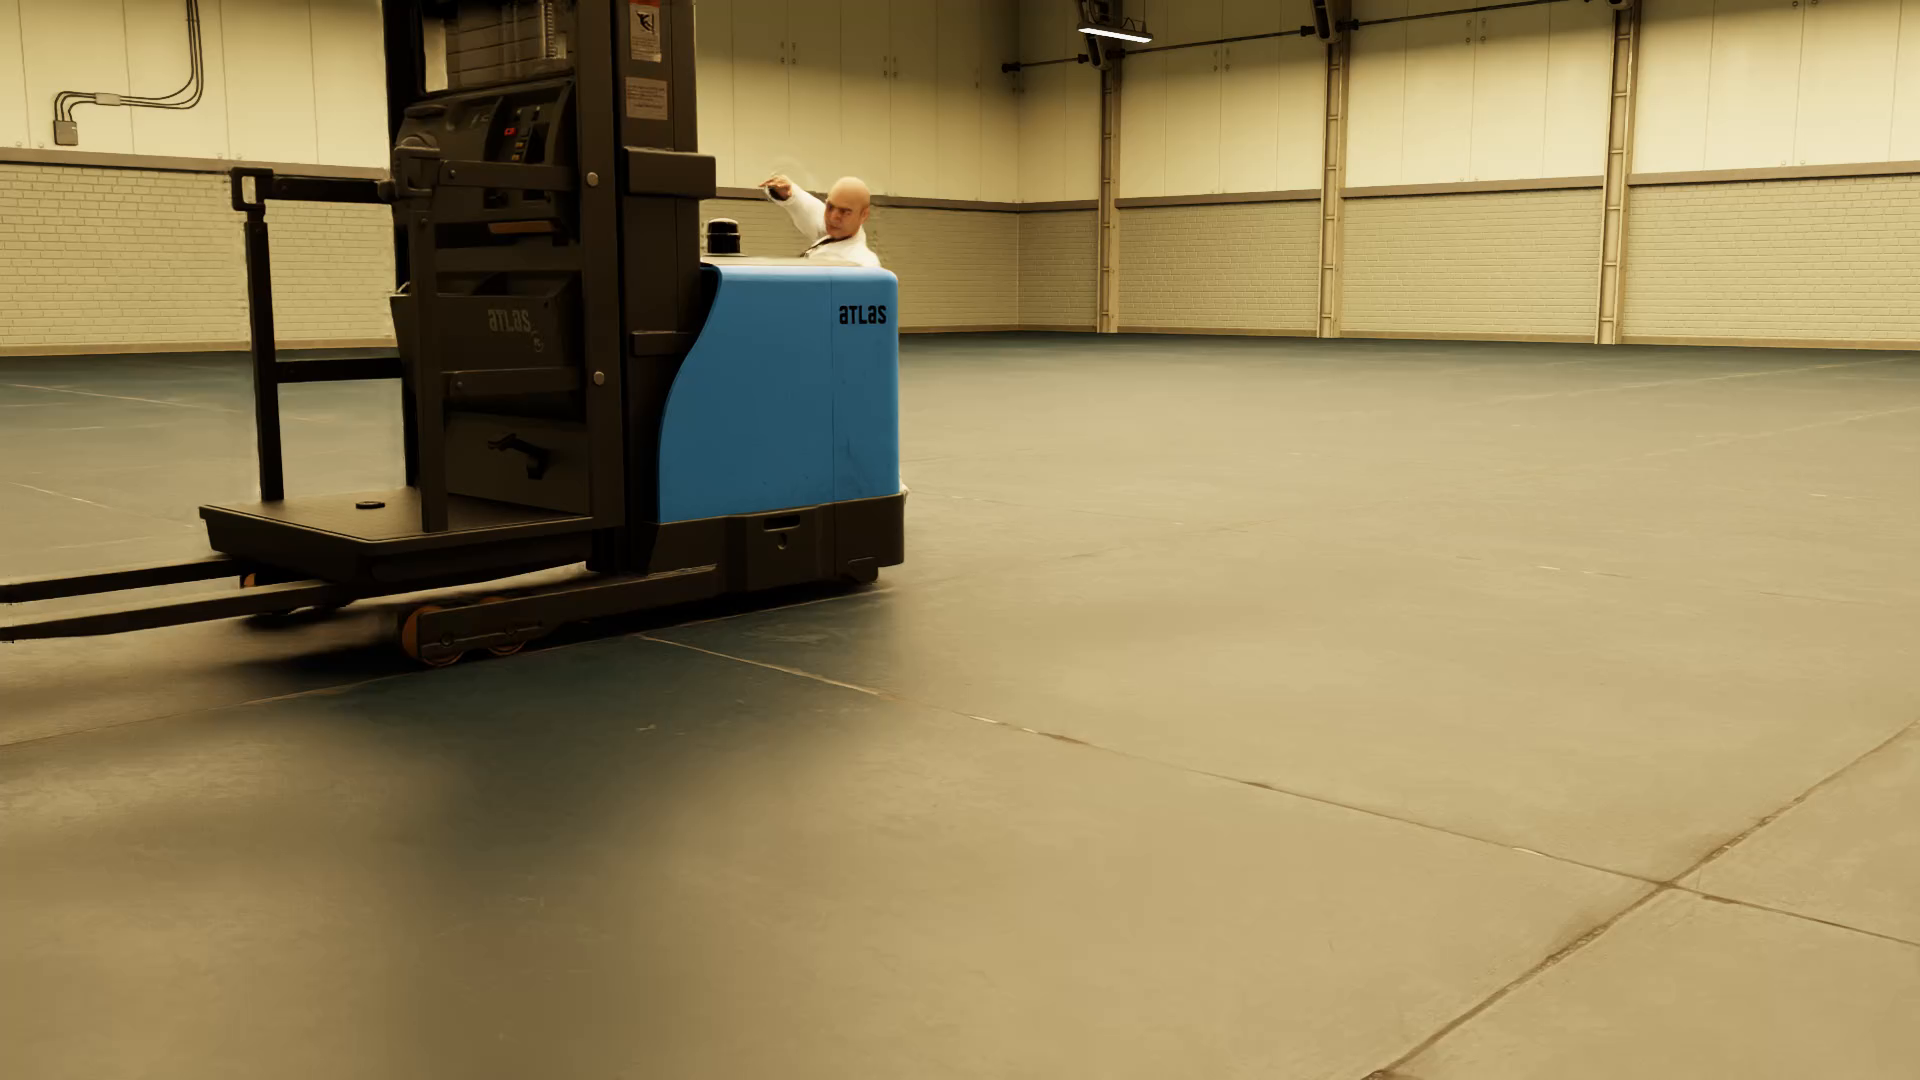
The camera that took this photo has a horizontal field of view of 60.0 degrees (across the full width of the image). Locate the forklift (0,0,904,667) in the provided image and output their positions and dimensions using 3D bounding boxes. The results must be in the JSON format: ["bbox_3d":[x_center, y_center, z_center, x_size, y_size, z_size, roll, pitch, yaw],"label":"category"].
[{"bbox_3d":[-1.575,-1.194,4.803,1.130,2.935,3.031,8,12,43],"label":"forklift"}]

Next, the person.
[{"bbox_3d":[-0.723,-0.766,6.894,0.970,1.505,1.111,2,9,14],"label":"person"}]
